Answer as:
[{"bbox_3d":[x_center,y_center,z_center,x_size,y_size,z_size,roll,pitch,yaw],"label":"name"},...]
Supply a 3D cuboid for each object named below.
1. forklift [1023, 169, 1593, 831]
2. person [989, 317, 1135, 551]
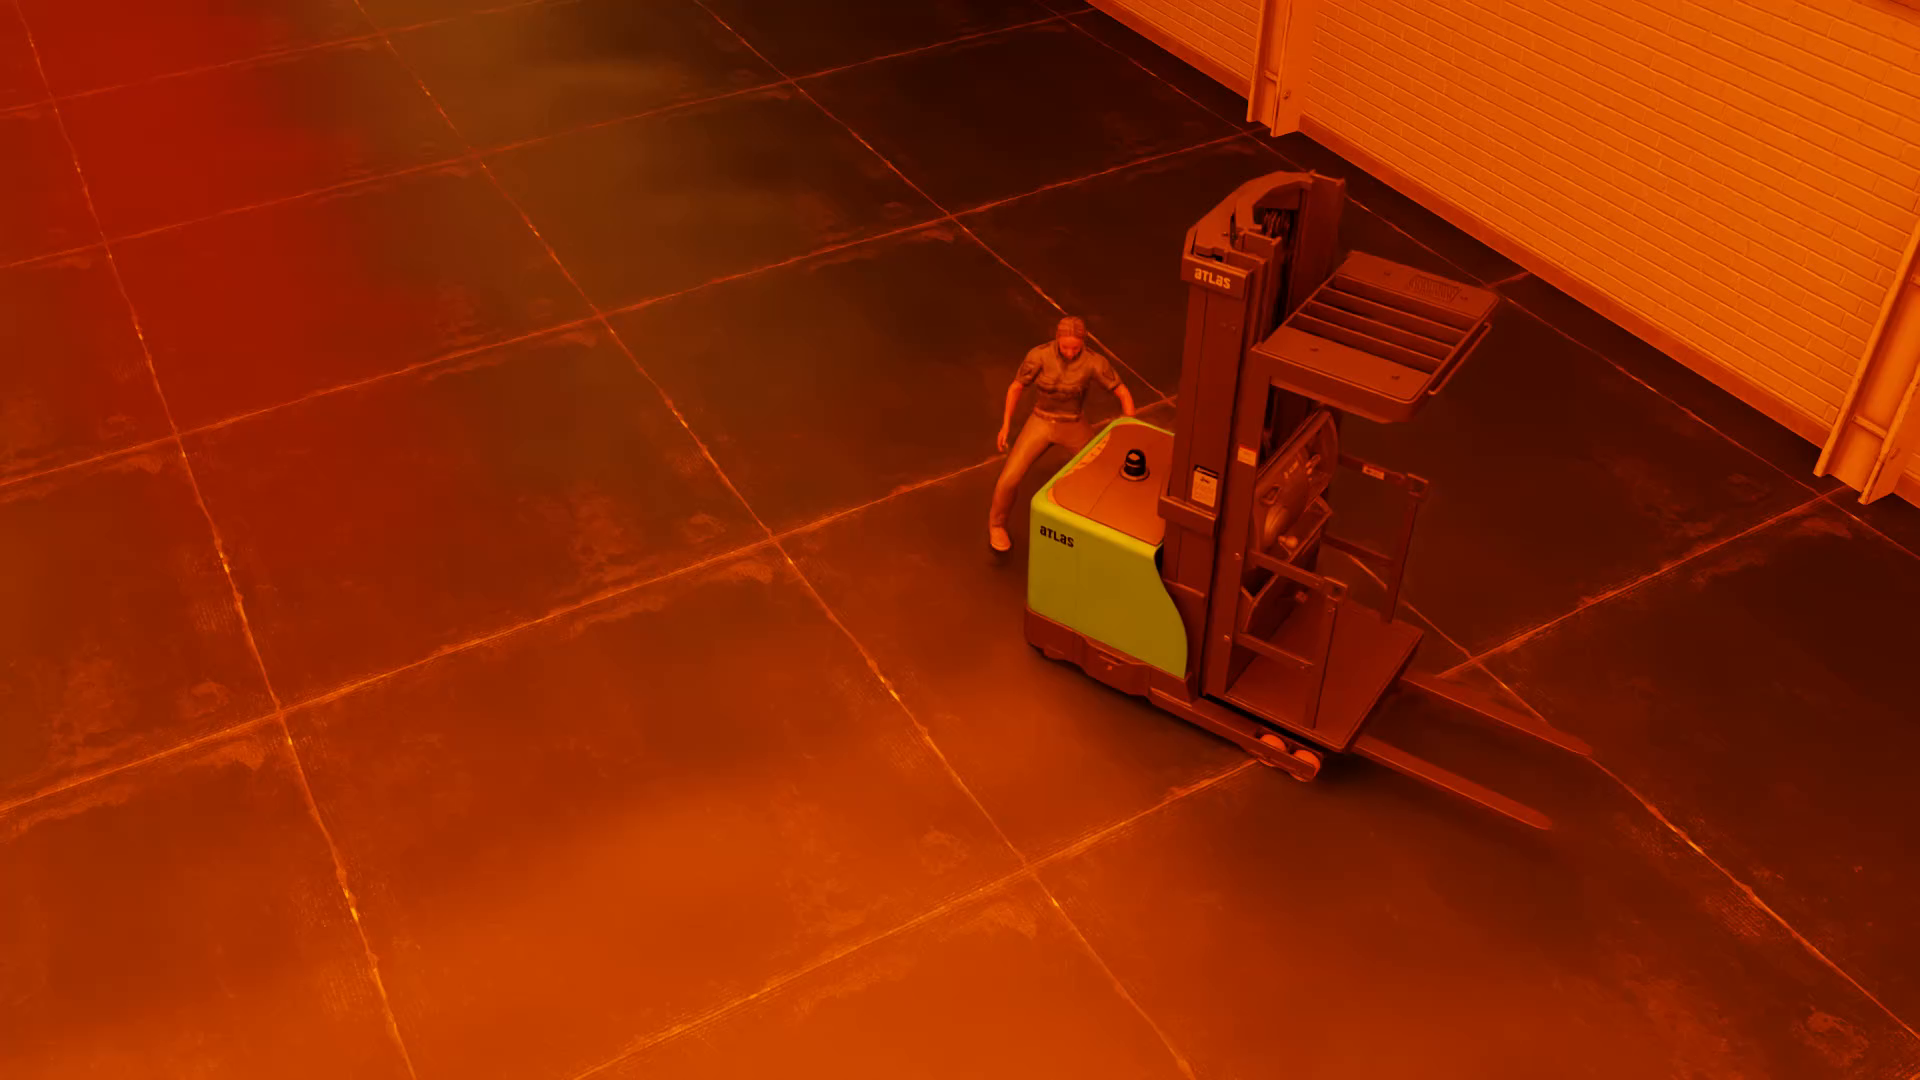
[{"bbox_3d":[1.867,-0.242,8.327,3.031,2.935,1.130,24,45,26],"label":"forklift"},{"bbox_3d":[0.650,-0.661,10.000,0.906,1.519,0.784,4,40,5],"label":"person"}]
